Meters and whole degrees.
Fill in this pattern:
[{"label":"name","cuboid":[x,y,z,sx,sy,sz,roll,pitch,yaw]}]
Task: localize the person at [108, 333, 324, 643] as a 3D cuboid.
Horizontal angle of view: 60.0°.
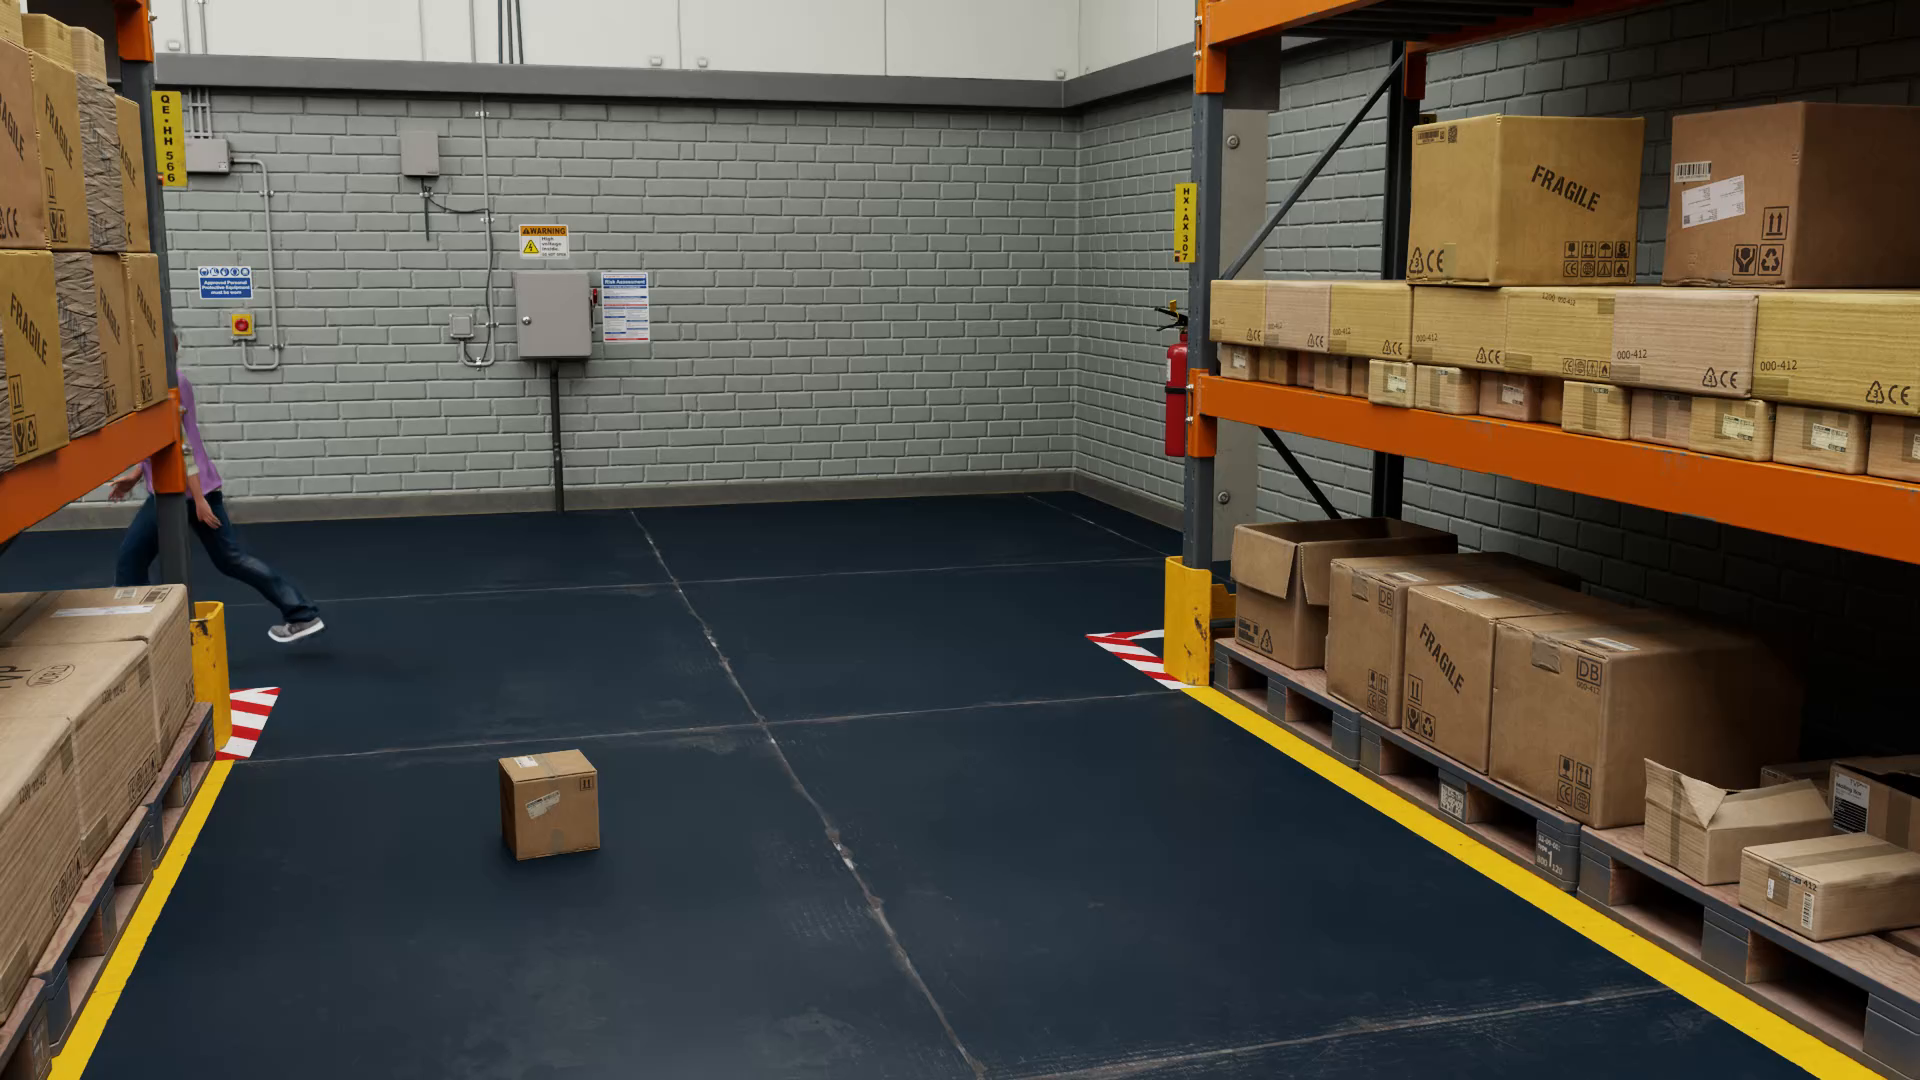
[{"label":"person","cuboid":[-3.377,-0.212,7.244,1.049,1.518,0.469,-2,10,-9]}]
